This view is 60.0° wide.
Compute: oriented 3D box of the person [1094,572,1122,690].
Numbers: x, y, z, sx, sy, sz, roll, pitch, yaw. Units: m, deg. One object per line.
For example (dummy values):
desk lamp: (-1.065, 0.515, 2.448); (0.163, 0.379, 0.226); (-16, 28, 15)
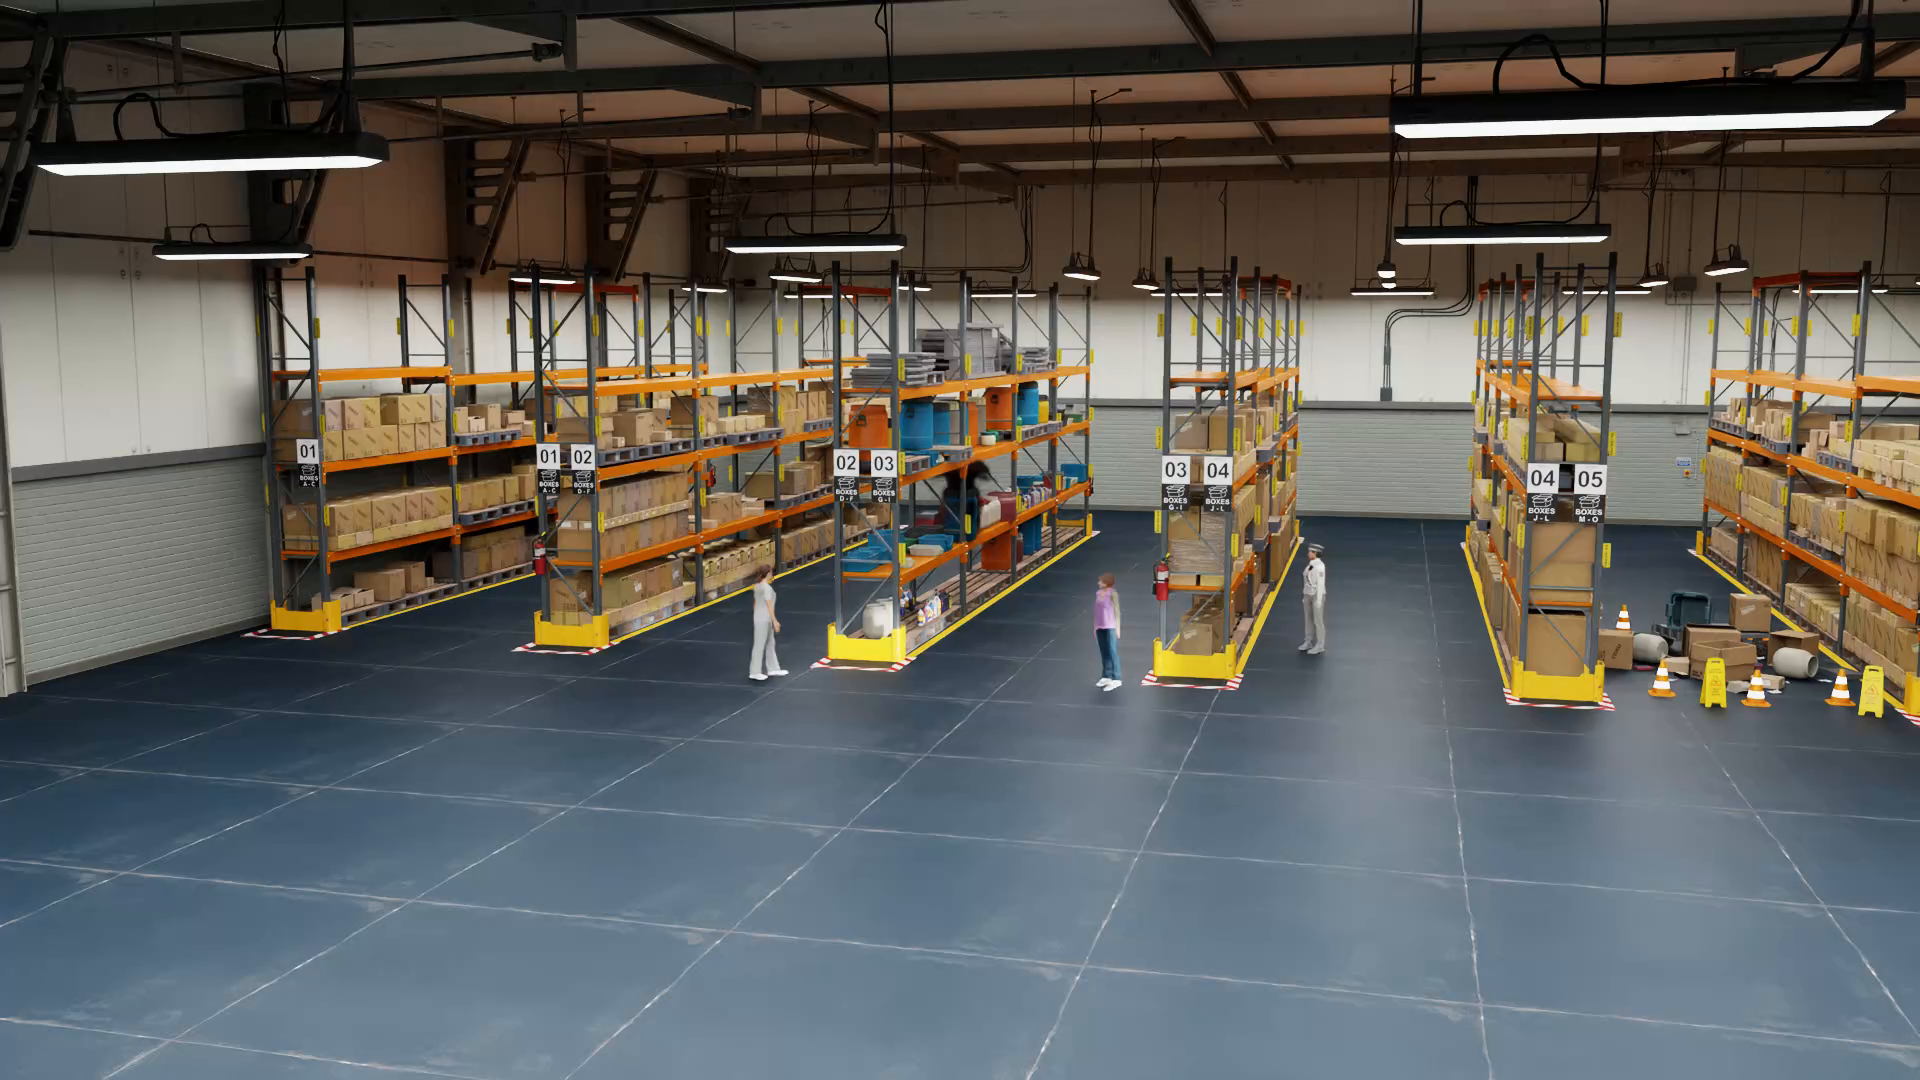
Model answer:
person: (2.055, 1.260, 23.334); (0.378, 1.609, 0.514); (-6, 9, -39)

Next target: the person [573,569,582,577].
person: (-6.855, 0.320, 30.157); (0.377, 1.738, 0.582); (0, 7, -3)

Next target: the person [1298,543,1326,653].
person: (5.483, 0.893, 25.833); (0.367, 1.690, 0.507); (-3, 8, -25)

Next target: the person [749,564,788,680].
person: (-2.750, 1.170, 23.839); (0.570, 1.661, 0.515); (-1, 7, -9)
